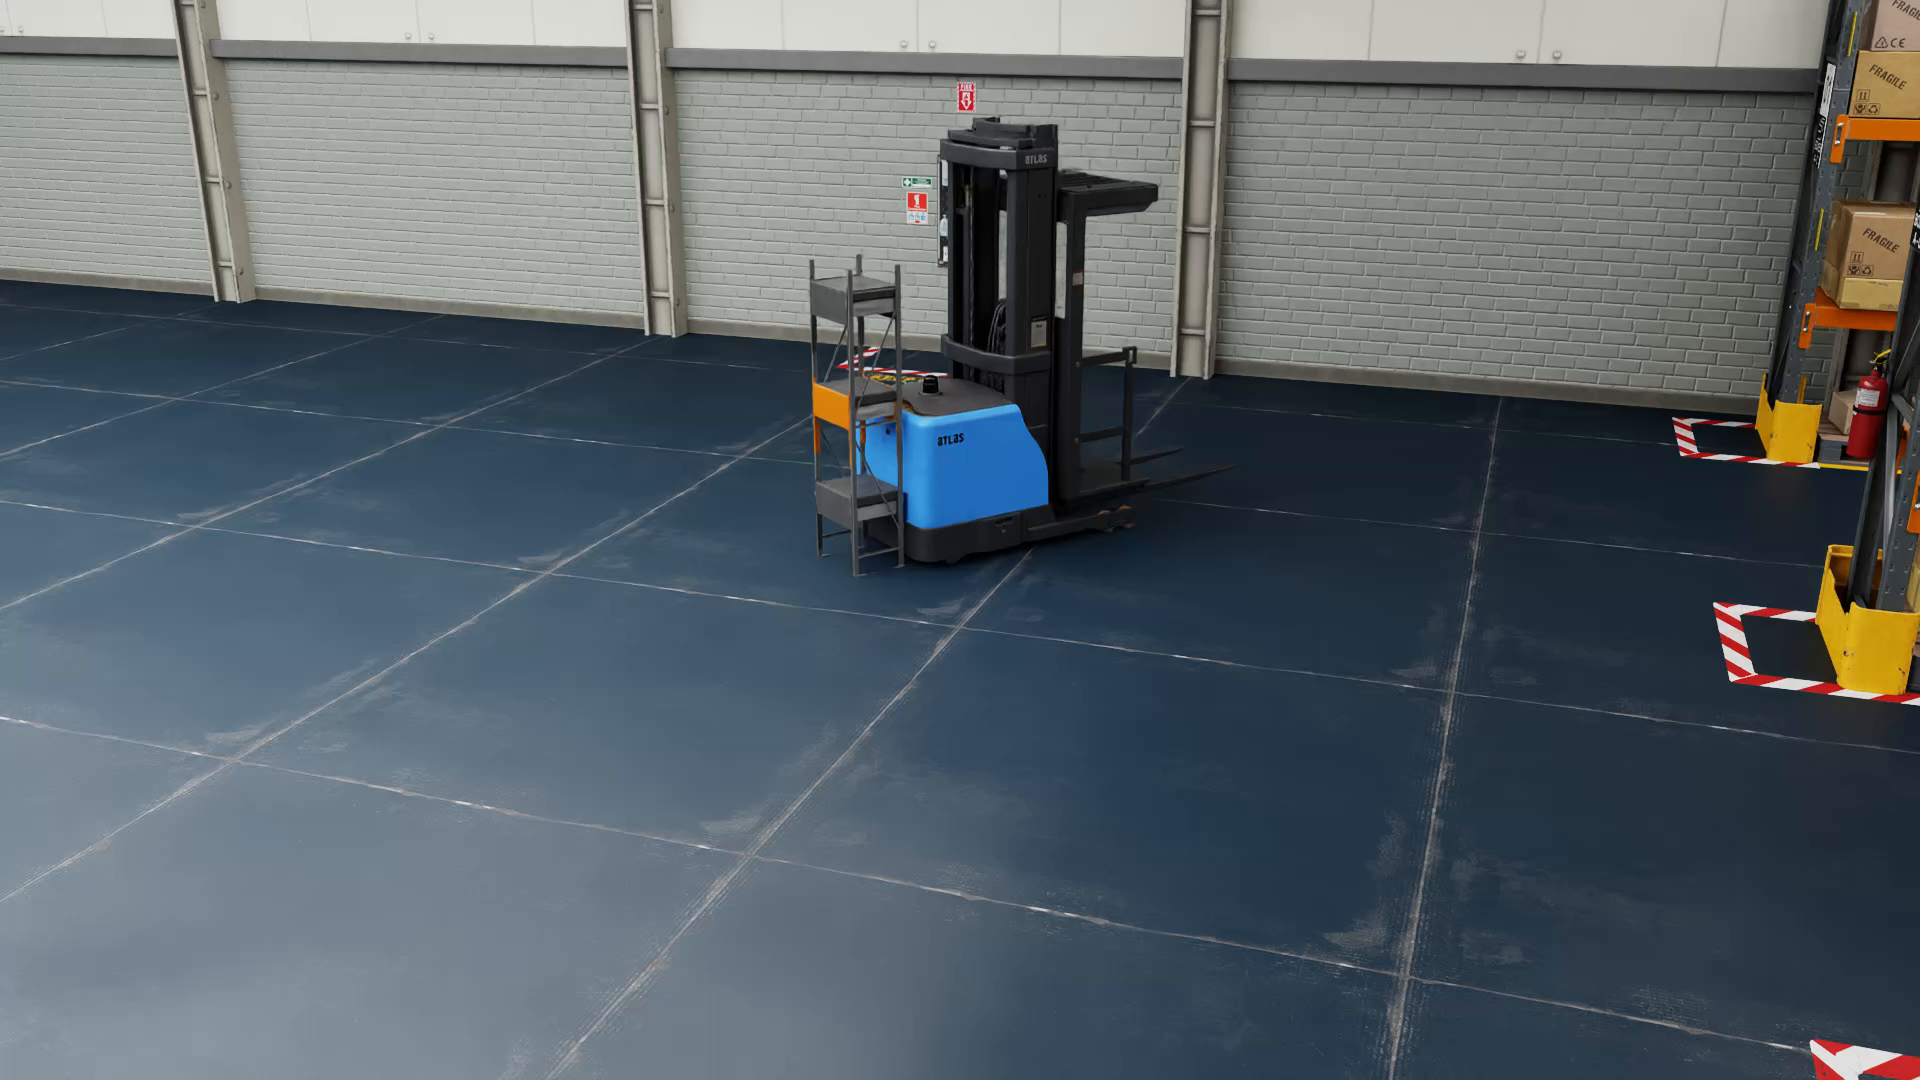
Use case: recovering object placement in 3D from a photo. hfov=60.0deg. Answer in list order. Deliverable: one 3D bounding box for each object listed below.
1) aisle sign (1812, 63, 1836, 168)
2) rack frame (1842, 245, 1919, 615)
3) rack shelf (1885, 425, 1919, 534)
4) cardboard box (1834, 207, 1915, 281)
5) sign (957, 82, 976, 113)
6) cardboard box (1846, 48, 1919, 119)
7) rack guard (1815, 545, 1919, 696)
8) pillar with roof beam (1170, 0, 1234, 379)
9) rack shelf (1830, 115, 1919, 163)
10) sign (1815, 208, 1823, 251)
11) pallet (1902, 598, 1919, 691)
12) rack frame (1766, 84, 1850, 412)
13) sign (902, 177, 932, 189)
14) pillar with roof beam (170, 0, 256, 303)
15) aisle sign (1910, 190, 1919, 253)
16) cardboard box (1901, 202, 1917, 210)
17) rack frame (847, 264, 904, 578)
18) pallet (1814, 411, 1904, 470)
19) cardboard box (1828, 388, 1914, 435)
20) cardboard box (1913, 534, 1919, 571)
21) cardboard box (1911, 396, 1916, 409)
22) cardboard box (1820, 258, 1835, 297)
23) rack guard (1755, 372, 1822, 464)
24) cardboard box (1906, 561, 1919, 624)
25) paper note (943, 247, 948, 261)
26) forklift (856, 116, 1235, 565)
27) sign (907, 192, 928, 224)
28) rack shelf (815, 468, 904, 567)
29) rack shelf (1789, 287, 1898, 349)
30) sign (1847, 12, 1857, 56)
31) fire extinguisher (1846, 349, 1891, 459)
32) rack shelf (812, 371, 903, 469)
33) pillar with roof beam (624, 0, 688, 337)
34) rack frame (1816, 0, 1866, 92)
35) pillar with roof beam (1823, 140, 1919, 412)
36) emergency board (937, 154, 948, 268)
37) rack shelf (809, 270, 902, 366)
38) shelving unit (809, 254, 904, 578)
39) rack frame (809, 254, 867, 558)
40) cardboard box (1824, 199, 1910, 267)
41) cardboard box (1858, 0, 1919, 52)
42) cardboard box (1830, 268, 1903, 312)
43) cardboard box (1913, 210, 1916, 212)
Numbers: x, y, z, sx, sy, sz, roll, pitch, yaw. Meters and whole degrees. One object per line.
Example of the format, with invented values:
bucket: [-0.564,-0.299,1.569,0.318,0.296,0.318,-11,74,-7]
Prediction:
aisle sign: [6.917,-3.399,13.321,0.004,0.787,0.394,7,20,18]
rack frame: [5.461,-0.716,9.574,0.127,3.000,1.000,7,20,18]
rack shelf: [7.350,-0.161,9.073,4.000,0.370,1.077,7,20,18]
cardboard box: [7.436,-2.405,13.476,0.500,0.500,0.500,7,20,18]
sign: [0.064,-4.504,16.918,0.199,0.298,0.001,7,20,18]
cardboard box: [7.317,-3.616,13.154,0.500,0.500,0.500,7,20,19]
rack guard: [5.439,0.461,9.993,0.348,0.500,1.175,7,20,18]
pillar with roof beam: [0.948,-4.593,11.581,0.400,9.000,9.100,7,20,18]
rack shelf: [8.973,-3.118,12.999,4.000,0.370,1.077,7,20,18]
sign: [6.905,-2.497,13.368,0.005,0.325,0.100,7,20,18]
pallet: [6.197,0.670,9.834,1.213,0.211,1.003,7,20,18]
rack frame: [7.083,-2.257,13.994,0.127,3.000,1.000,7,20,18]
sign: [-0.448,-3.733,17.369,0.331,0.109,0.001,7,20,18]
pillar with roof beam: [-10.387,-5.889,15.299,0.400,9.000,9.100,7,20,18]
aisle sign: [5.496,-2.042,9.429,0.004,0.787,0.394,7,20,18]
cardboard box: [8.071,-2.508,13.771,0.500,0.500,0.500,7,20,19]
rack frame: [-0.558,-0.770,11.095,0.400,2.100,0.015,-13,23,-32]
pallet: [7.911,-0.833,14.146,1.213,0.211,1.003,7,20,18]
cardboard box: [7.707,-1.092,14.070,0.500,0.311,0.500,4,20,12]
cardboard box: [6.065,-0.005,9.934,0.500,0.500,0.500,7,20,18]
cardboard box: [8.246,-1.031,13.893,0.500,0.311,0.500,8,21,23]
cardboard box: [7.589,-2.205,14.044,0.500,0.250,0.500,7,20,19]
rack guard: [7.155,-1.069,14.382,0.348,0.500,1.175,7,20,18]
cardboard box: [6.065,0.350,10.055,0.500,0.250,0.500,7,20,18]
paper note: [-0.106,-3.002,17.469,0.142,0.148,0.016,7,20,18]
forklift: [0.723,-1.569,12.124,3.031,2.935,1.130,-12,23,-32]
sign: [-0.450,-3.486,17.465,0.234,0.329,0.001,7,20,18]
rack shelf: [-0.697,-0.162,11.520,0.431,0.518,0.480,-13,23,-32]
rack shelf: [8.973,-1.701,13.493,4.000,0.370,1.077,7,20,18]
sign: [6.905,-3.917,12.873,0.005,0.325,0.100,7,20,18]
fire extinguisher: [5.502,-0.837,10.038,0.183,0.674,0.296,7,20,18]
rack shelf: [-0.697,-0.823,11.290,0.431,0.518,0.480,-13,23,-32]
pillar with roof beam: [-4.720,-5.241,13.440,0.400,9.000,9.100,7,20,18]
rack frame: [7.083,-5.090,13.007,0.127,3.000,1.000,7,20,18]
pillar with roof beam: [6.616,-3.945,9.721,0.400,9.000,9.100,7,20,18]
emergency board: [0.039,-3.377,17.208,0.643,1.169,0.194,7,20,18]
rack shelf: [-0.697,-1.484,11.059,0.431,0.518,0.480,-13,23,-32]
shelving unit: [-0.697,-0.836,11.285,0.431,2.100,0.503,-13,23,-32]
rack frame: [-0.835,-0.902,11.475,0.400,2.100,0.015,-13,23,-32]
cardboard box: [7.598,-2.565,13.936,0.500,0.500,0.500,6,20,17]
cardboard box: [7.368,-4.085,12.980,0.500,0.500,0.500,5,20,14]
cardboard box: [7.440,-2.044,13.581,0.500,0.250,0.500,6,20,16]
cardboard box: [7.899,-2.348,13.314,0.500,0.500,0.500,7,20,18]
